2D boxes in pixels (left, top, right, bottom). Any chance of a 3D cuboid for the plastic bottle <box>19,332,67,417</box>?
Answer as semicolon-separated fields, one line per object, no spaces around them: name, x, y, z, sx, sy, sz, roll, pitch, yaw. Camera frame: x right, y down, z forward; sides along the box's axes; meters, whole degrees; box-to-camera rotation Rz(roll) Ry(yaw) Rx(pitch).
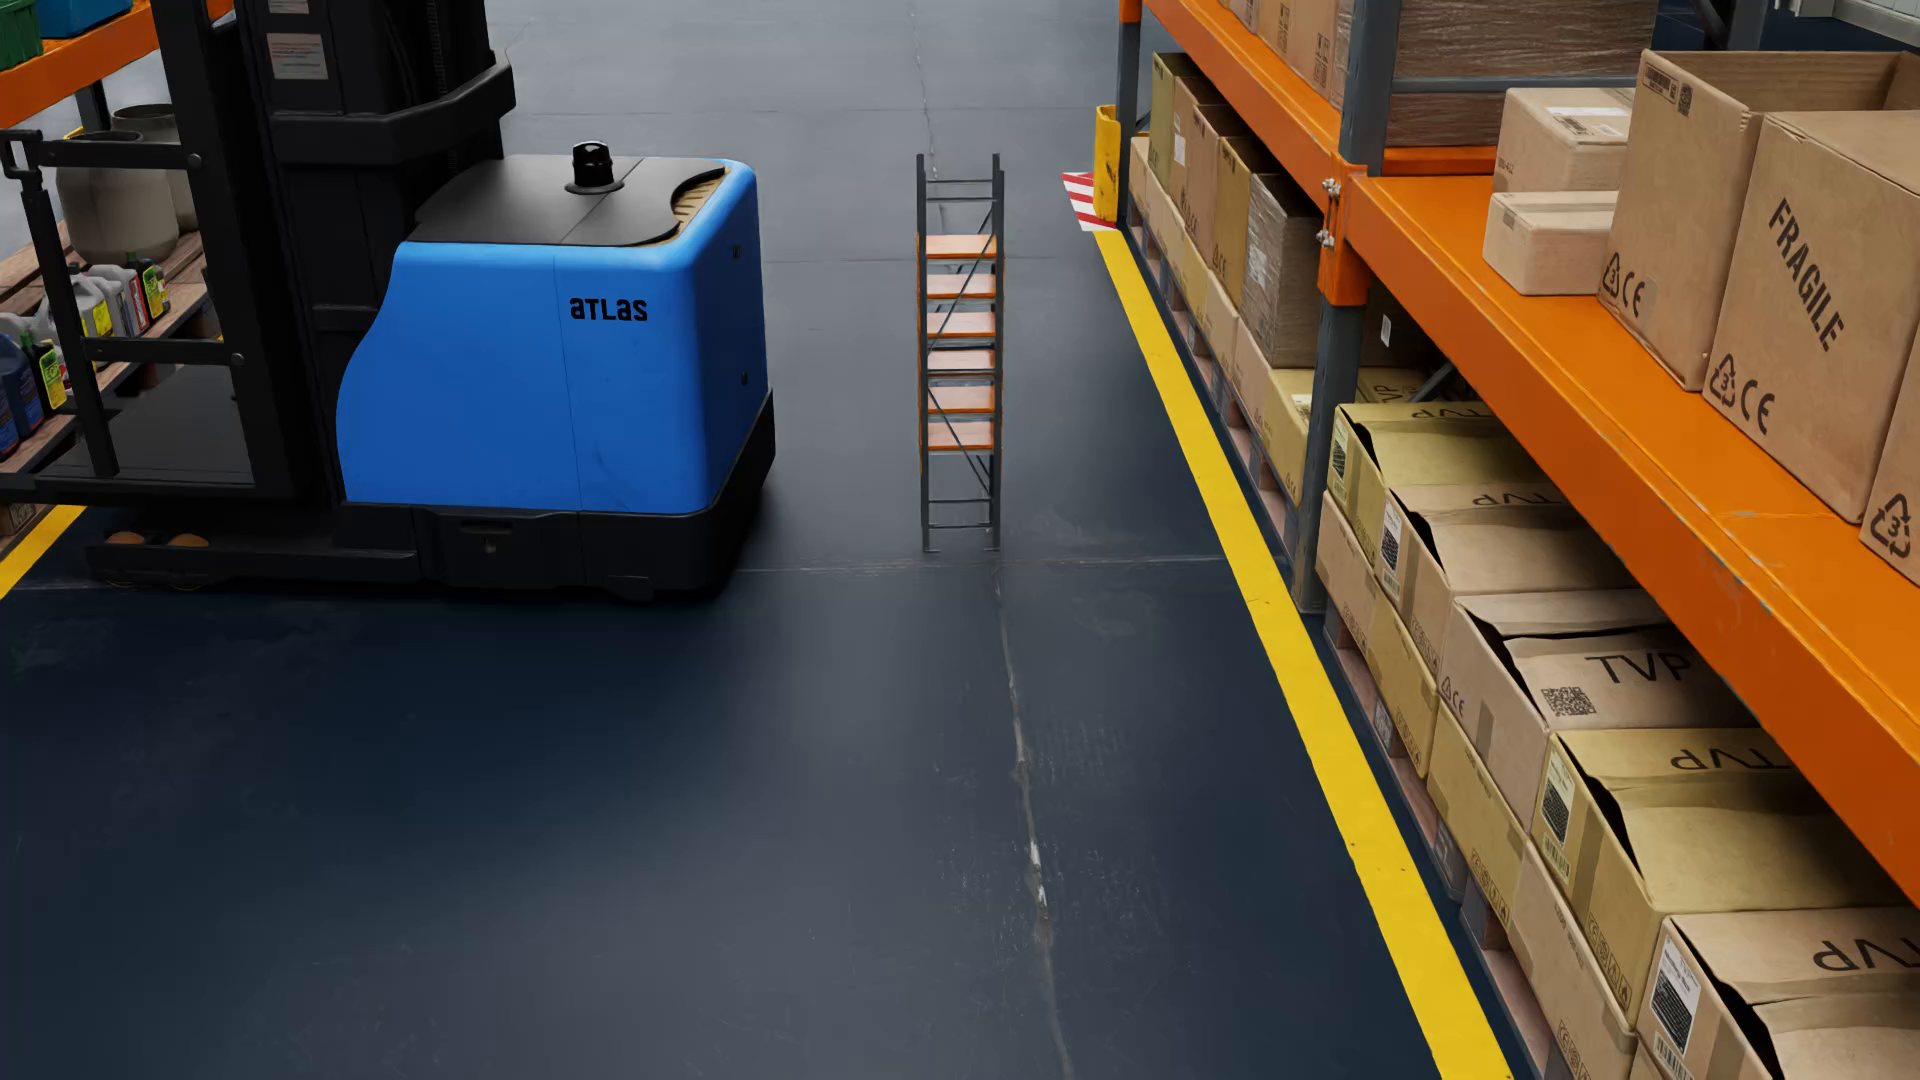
plastic bottle;-3.069;-0.567;5.556;0.061;0.283;0.133;0;28;0

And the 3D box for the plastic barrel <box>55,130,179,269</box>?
plastic barrel;-3.537;-1.426;6.977;0.421;0.512;0.421;0;28;0

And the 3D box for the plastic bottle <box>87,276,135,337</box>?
plastic bottle;-3.147;-0.845;6.097;0.152;0.276;0.135;-2;28;-4

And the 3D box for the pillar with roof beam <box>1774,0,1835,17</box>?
pillar with roof beam;2.508;-8.140;11.127;9.100;9.000;0.400;-1;28;-3

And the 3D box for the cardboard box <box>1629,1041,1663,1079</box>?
cardboard box;1.366;1.026;2.559;0.500;0.250;0.500;-1;28;-1

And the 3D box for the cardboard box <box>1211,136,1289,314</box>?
cardboard box;1.195;-1.118;5.858;0.500;0.500;0.500;-1;28;-3

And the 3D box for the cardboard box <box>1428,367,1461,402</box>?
cardboard box;1.761;-0.336;5.169;0.500;0.250;0.500;-1;28;-3

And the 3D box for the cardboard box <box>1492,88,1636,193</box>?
cardboard box;1.552;-0.854;3.807;0.500;0.250;0.500;0;28;1

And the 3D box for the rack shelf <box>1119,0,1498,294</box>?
rack shelf;1.378;-1.752;6.143;1.077;0.370;4.000;-1;28;-3

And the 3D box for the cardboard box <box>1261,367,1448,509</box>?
cardboard box;1.240;-0.323;5.145;0.500;0.250;0.500;-1;28;-3

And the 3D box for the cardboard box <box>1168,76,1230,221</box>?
cardboard box;1.146;-1.580;6.743;0.500;0.500;0.500;-1;28;-3

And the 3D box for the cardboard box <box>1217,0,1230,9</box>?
cardboard box;1.337;-2.351;6.406;0.700;0.500;0.500;-1;28;-2

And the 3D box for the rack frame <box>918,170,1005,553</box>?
rack frame;0.004;-0.496;4.904;0.240;1.200;0.006;-1;28;-3

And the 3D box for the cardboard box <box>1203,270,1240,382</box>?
cardboard box;1.183;-0.785;6.030;0.500;0.250;0.500;-1;28;-3

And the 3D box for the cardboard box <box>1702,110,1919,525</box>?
cardboard box;1.560;-0.362;2.592;0.500;0.500;0.500;-1;28;-3

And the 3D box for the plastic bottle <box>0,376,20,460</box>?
plastic bottle;-3.092;-0.433;5.225;0.144;0.351;0.185;-1;28;-1

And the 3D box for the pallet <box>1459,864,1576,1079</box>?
pallet;1.626;0.993;3.117;1.003;0.211;1.213;-1;28;-3

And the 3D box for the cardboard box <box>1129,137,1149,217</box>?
cardboard box;1.079;-1.708;7.801;0.500;0.250;0.500;-1;28;-3

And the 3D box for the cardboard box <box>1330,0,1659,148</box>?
cardboard box;1.453;-1.396;4.575;0.700;0.500;0.500;-2;28;-4

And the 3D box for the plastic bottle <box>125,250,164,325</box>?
plastic bottle;-3.115;-0.976;6.340;0.061;0.283;0.133;-1;28;-1

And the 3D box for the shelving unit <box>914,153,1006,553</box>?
shelving unit;-0.001;-0.539;4.985;0.258;1.200;0.189;-1;28;-3

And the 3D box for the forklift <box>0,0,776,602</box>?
forklift;-2.171;-1.388;4.742;3.031;2.935;1.130;2;28;4

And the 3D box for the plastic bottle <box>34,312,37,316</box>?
plastic bottle;-3.252;-0.713;5.923;0.097;0.201;0.097;0;28;0

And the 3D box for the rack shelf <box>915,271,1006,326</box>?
rack shelf;-0.001;-0.712;4.895;0.258;0.103;0.180;-1;28;-3

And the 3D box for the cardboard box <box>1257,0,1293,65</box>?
cardboard box;1.396;-1.872;5.487;0.700;0.500;0.500;-1;28;-2

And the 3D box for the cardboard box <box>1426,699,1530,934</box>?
cardboard box;1.311;0.553;3.465;0.500;0.250;0.500;-2;28;-4

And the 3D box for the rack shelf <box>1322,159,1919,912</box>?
rack shelf;1.587;0.095;2.601;1.077;0.370;4.000;-1;28;-3

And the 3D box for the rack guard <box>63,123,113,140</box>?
rack guard;-3.623;-1.734;8.035;1.175;0.500;0.348;-1;28;-3

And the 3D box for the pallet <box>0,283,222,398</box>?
pallet;-3.525;-0.669;6.304;1.003;0.211;1.213;-1;28;-3

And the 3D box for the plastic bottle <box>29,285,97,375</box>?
plastic bottle;-3.124;-0.716;5.768;0.144;0.351;0.185;-2;28;-3

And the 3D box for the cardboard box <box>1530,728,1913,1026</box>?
cardboard box;1.337;0.544;2.876;0.500;0.311;0.500;-1;28;-1

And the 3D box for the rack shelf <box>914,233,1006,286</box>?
rack shelf;-0.001;-0.818;4.839;0.258;0.103;0.180;-1;28;-3

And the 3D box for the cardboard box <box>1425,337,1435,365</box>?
cardboard box;1.737;-0.899;5.439;0.500;0.500;0.500;-1;28;-3

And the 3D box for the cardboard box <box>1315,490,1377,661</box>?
cardboard box;1.256;0.078;4.376;0.500;0.250;0.500;-2;28;-4

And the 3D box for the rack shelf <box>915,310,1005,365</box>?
rack shelf;-0.001;-0.606;4.950;0.258;0.103;0.180;-1;28;-3

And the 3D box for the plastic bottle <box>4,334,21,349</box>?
plastic bottle;-3.147;-0.552;5.539;0.097;0.271;0.097;0;28;0

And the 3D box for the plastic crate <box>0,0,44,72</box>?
plastic crate;-3.254;-1.569;5.244;0.450;0.188;0.662;-1;28;-3

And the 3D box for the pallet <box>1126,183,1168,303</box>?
pallet;1.355;-1.406;7.717;1.003;0.211;1.213;-1;28;-3

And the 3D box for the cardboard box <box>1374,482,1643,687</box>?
cardboard box;1.276;0.065;3.794;0.500;0.311;0.500;-2;28;-3

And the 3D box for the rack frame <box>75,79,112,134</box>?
rack frame;-3.673;-2.877;7.522;1.000;3.000;0.127;-1;28;-3

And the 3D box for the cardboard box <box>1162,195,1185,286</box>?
cardboard box;1.135;-1.247;6.916;0.500;0.250;0.500;-1;28;-3

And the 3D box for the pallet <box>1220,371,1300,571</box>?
pallet;1.483;-0.279;5.557;1.003;0.211;1.213;-1;28;-3
